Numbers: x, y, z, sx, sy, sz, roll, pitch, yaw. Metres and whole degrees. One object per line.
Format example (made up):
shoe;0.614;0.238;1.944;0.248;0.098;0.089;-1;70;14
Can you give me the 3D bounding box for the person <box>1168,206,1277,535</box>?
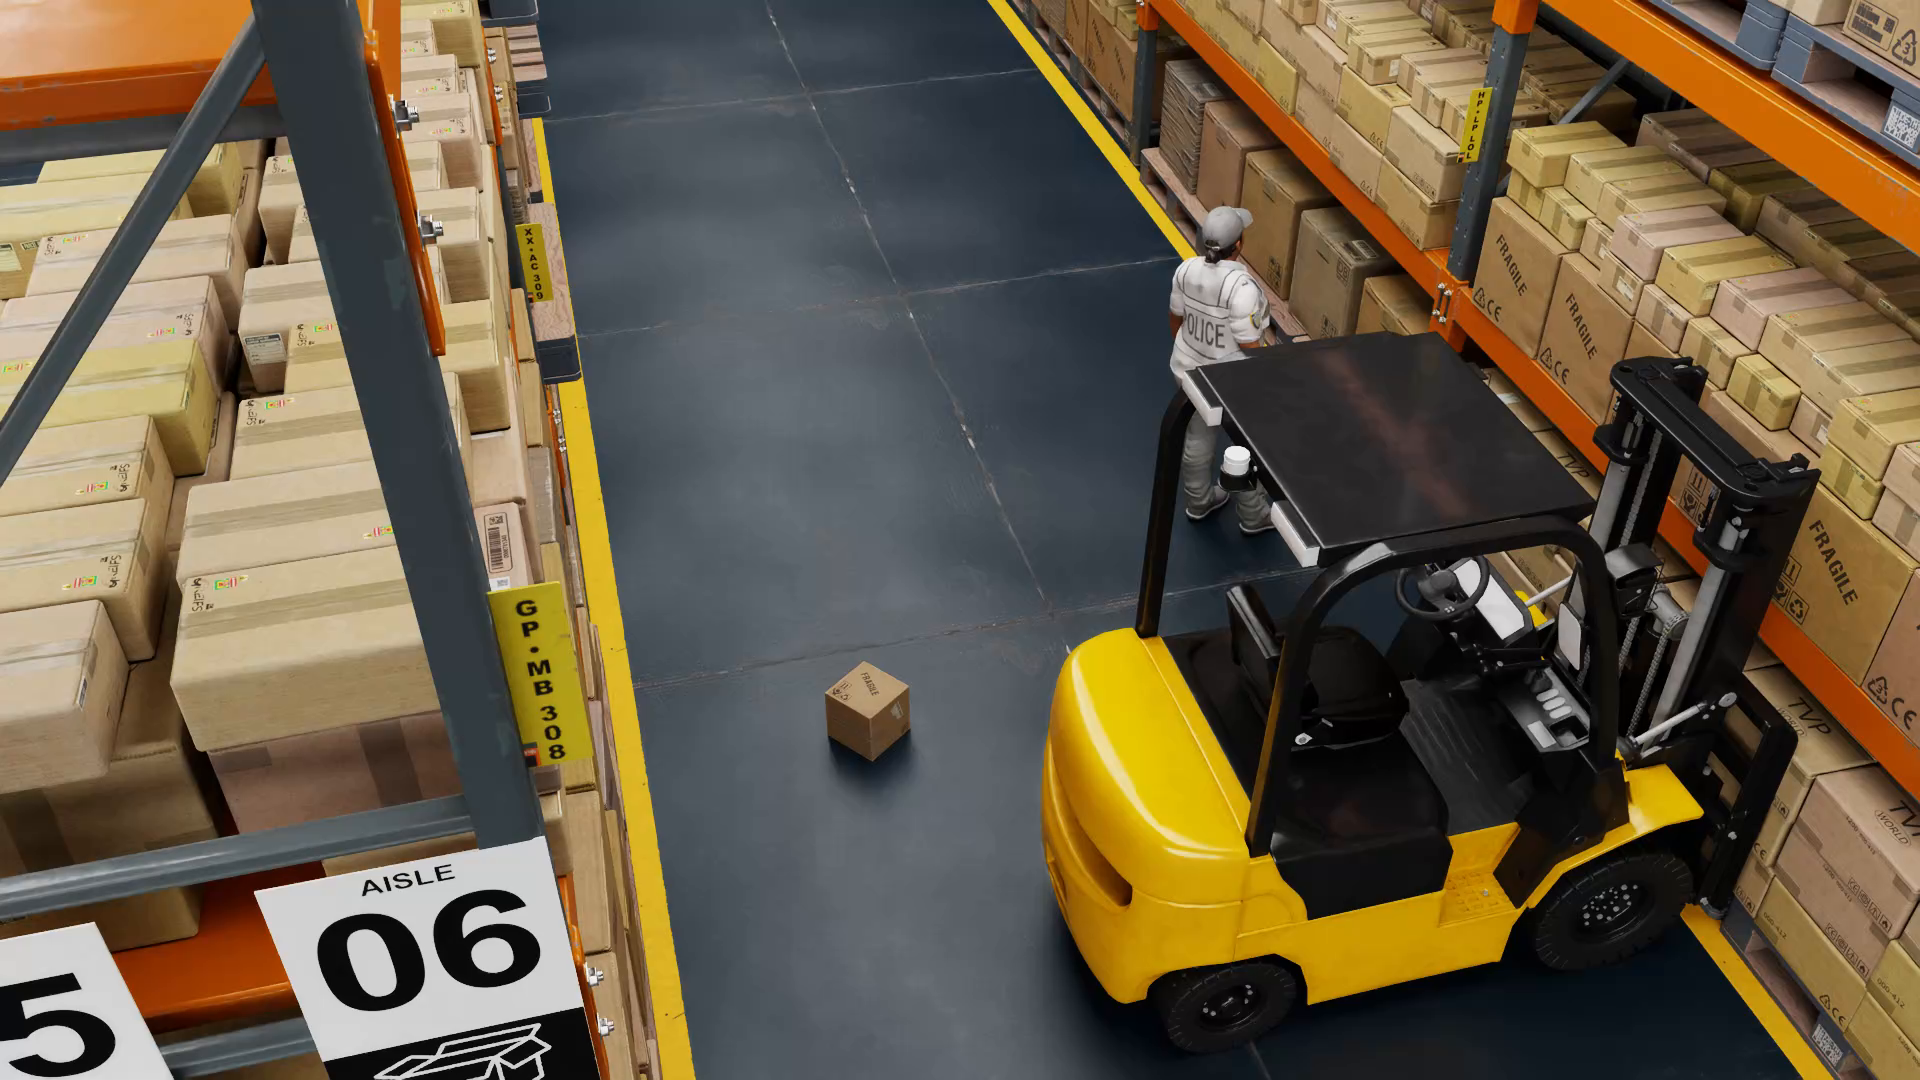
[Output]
person;1.263;-0.787;7.686;0.529;1.670;0.597;-29;47;-31
